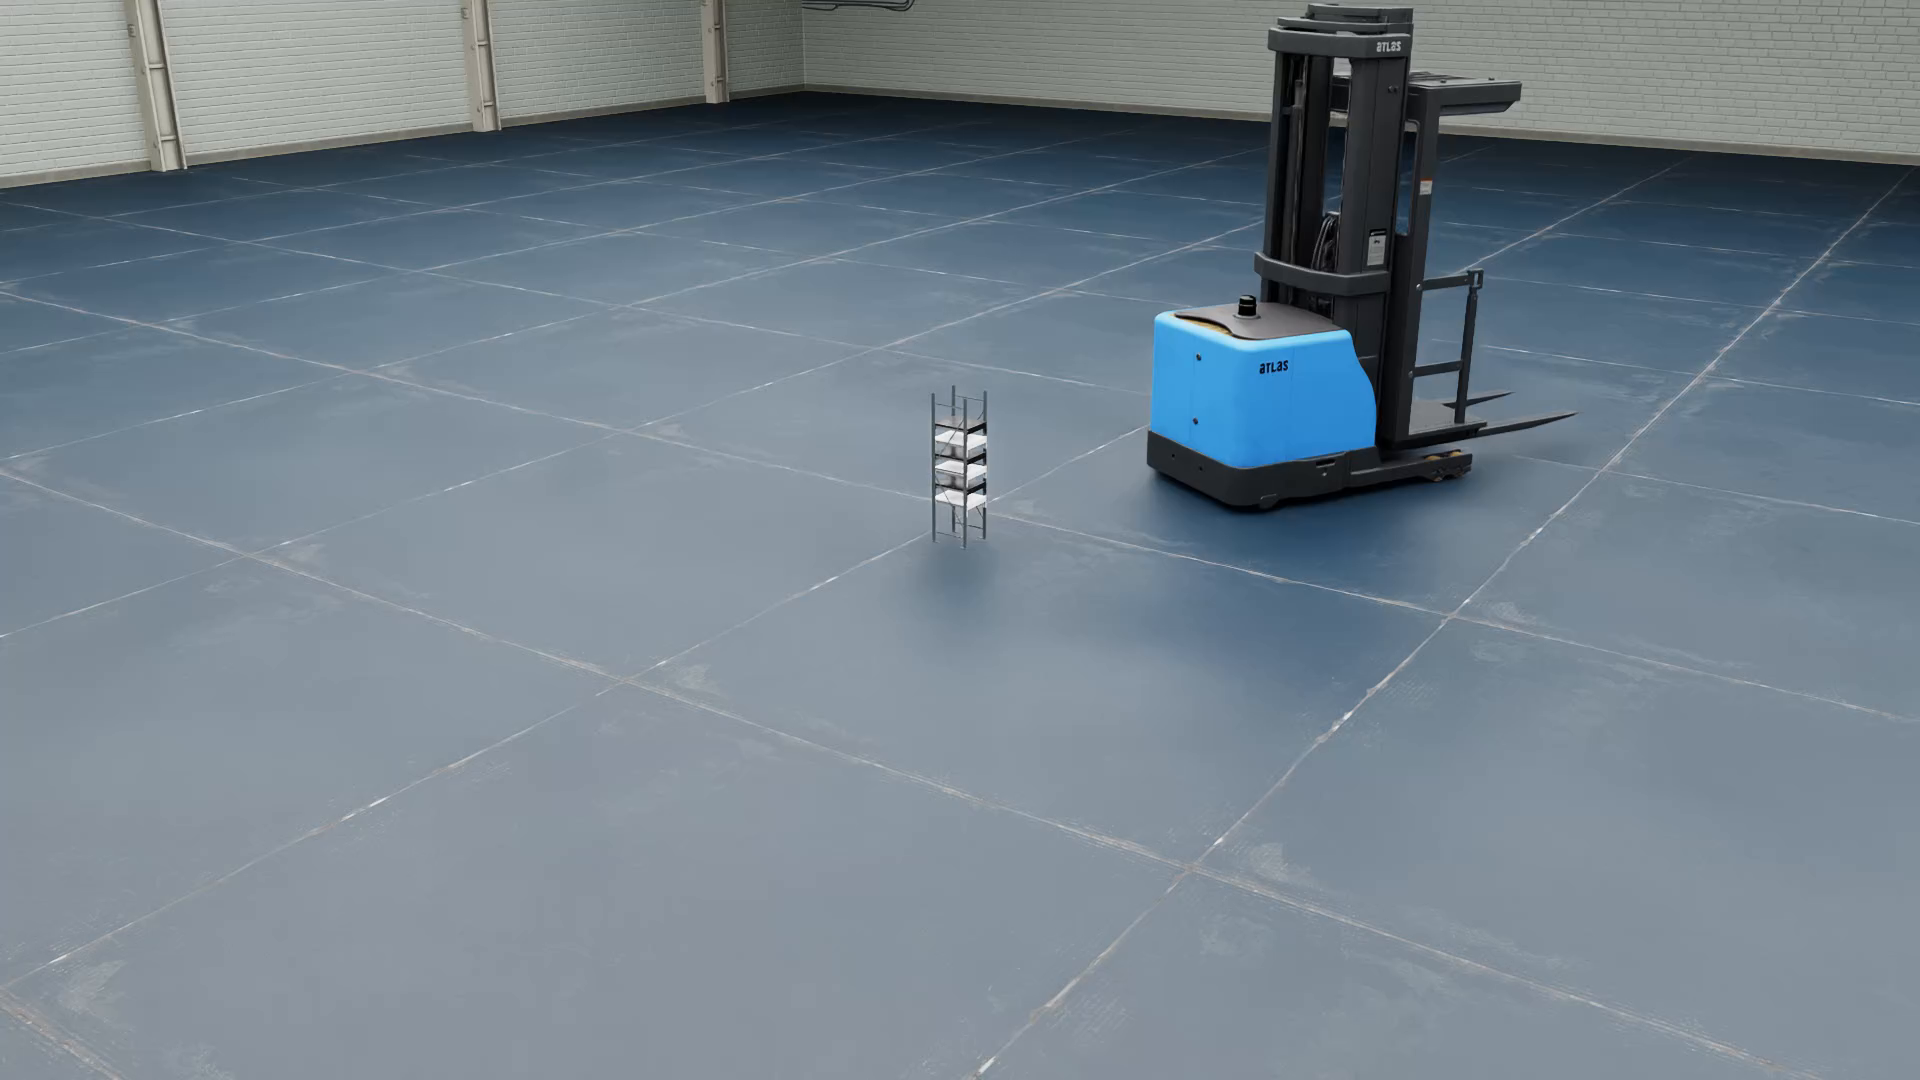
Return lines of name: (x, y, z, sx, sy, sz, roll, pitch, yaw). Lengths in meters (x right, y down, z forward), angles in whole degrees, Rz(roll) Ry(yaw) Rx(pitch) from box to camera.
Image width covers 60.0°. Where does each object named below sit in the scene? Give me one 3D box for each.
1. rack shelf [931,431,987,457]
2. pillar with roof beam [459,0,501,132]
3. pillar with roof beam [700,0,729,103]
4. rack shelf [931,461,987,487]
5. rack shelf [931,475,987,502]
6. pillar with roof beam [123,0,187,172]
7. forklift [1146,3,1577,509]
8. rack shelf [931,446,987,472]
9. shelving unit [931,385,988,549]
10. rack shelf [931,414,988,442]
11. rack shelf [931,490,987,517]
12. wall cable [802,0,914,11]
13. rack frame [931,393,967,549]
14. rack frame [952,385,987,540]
rack shelf: (-0.005, -0.557, 9.552, 0.258, 0.077, 0.200, 13, 24, 32)
pillar with roof beam: (-4.756, -10.582, 25.402, 9.100, 9.000, 0.400, 13, 24, 32)
pillar with roof beam: (-1.383, -12.304, 30.056, 9.100, 9.000, 0.400, 13, 24, 32)
rack shelf: (-0.005, -0.388, 9.614, 0.258, 0.077, 0.200, 13, 24, 32)
rack shelf: (-0.005, -0.304, 9.645, 0.258, 0.077, 0.200, 13, 24, 32)
pillar with roof beam: (-8.129, -8.861, 20.748, 9.100, 9.000, 0.400, 13, 24, 32)
forklift: (2.771, -1.904, 10.688, 3.031, 2.935, 1.130, -10, 23, -26)
rack shelf: (-0.005, -0.473, 9.583, 0.258, 0.077, 0.200, 13, 24, 32)
shelving unit: (-0.005, -0.420, 9.603, 0.258, 0.900, 0.210, 13, 24, 32)
rack shelf: (-0.005, -0.642, 9.520, 0.258, 0.077, 0.200, 13, 24, 32)
rack shelf: (-0.005, -0.220, 9.677, 0.258, 0.077, 0.200, 13, 24, 32)
wall cable: (-2.194, -12.274, 34.453, 3.097, 2.526, 0.112, 13, 24, 32)
rack frame: (-0.062, -0.391, 9.524, 0.240, 0.900, 0.006, 13, 24, 32)
rack frame: (0.053, -0.449, 9.681, 0.240, 0.900, 0.006, 13, 24, 32)
